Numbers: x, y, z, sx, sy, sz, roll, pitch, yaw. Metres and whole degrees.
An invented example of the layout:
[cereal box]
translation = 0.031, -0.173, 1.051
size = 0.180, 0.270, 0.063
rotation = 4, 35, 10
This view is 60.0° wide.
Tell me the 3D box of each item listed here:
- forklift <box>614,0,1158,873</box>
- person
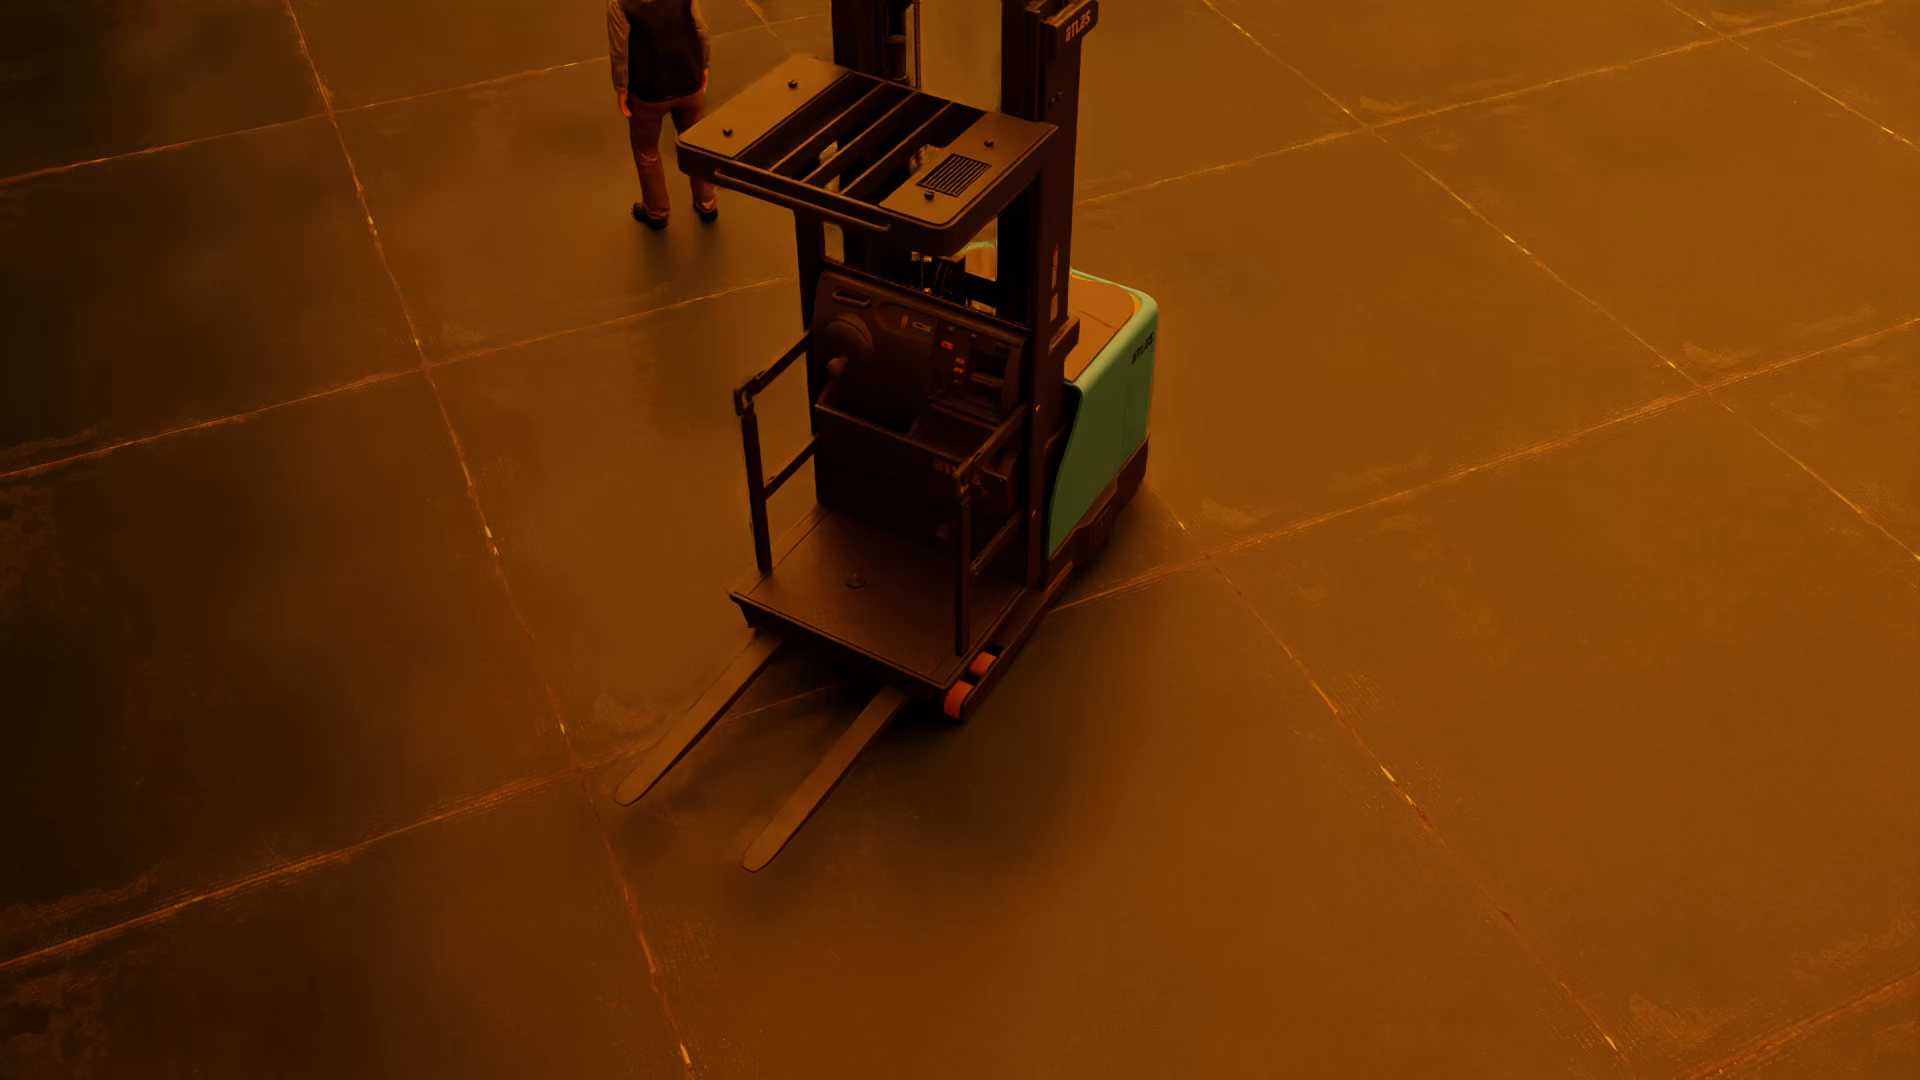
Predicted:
[forklift]
translation = -0.282, -0.677, 6.405
size = 1.130, 2.935, 3.031
rotation = 22, 47, 22
[person]
translation = -1.662, -2.547, 9.304
size = 0.588, 1.725, 0.446
rotation = -21, 47, -21
